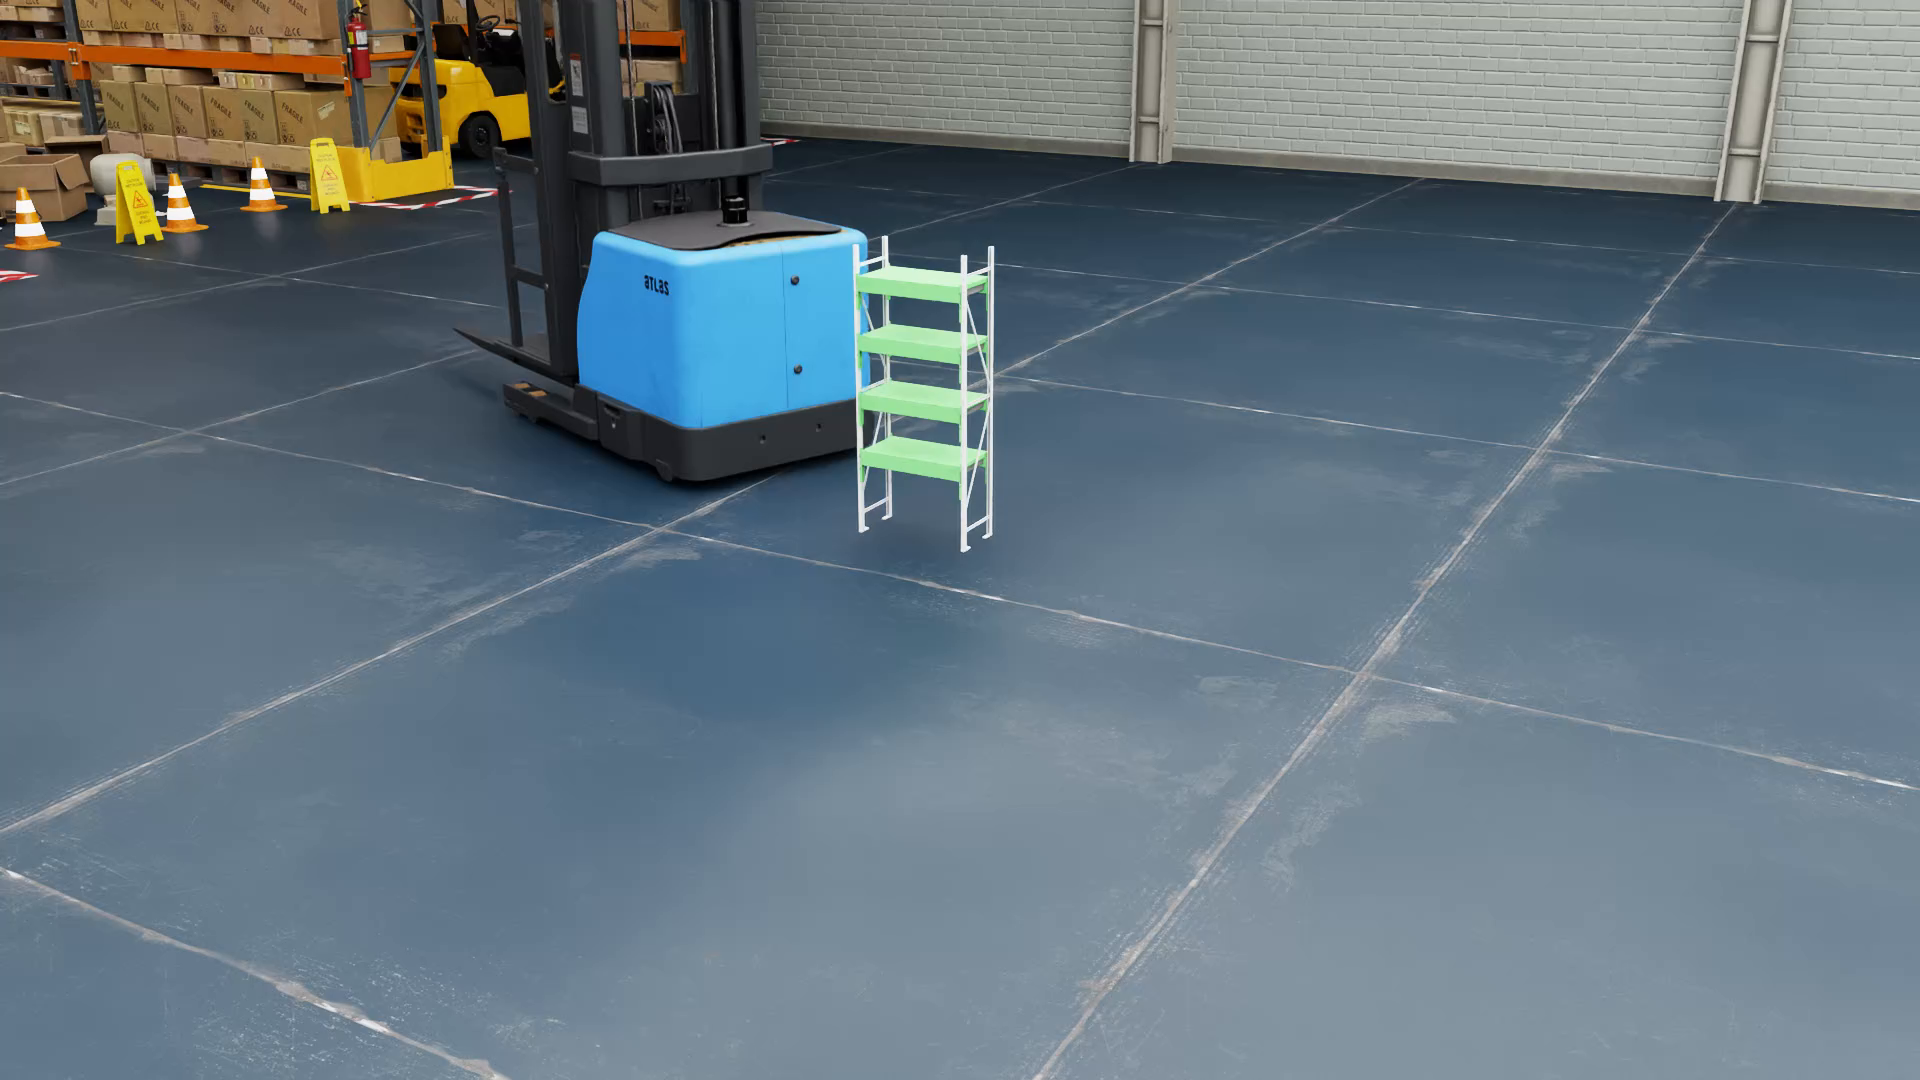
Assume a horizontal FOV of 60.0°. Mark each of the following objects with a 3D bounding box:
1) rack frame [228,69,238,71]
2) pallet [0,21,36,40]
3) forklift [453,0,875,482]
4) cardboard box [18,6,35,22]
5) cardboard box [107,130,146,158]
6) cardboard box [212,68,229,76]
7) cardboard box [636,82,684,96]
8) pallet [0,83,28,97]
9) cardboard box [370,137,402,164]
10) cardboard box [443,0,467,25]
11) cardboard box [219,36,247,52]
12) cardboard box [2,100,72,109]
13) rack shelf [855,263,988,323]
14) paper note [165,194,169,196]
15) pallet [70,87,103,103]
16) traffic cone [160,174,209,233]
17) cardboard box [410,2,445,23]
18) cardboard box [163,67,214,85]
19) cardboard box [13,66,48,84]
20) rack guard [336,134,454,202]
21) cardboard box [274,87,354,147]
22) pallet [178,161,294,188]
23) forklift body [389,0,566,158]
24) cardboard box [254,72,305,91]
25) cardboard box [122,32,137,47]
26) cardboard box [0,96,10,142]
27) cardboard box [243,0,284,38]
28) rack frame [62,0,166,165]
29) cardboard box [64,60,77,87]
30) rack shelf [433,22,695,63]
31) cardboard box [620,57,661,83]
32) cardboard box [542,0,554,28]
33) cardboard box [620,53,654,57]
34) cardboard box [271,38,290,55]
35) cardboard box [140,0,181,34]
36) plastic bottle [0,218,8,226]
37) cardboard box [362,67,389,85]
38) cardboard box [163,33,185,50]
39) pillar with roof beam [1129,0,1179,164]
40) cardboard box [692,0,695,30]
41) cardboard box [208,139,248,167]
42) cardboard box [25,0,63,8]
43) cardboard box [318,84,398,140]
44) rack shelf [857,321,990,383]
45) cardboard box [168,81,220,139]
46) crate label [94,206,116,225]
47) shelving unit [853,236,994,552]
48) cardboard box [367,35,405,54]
[{"bbox_3d":[-9.935,-7.565,23.323,0.127,3.000,1.000,11,23,27],"label":"rack frame"},{"bbox_3d":[-10.604,-5.680,18.406,1.213,0.211,1.003,11,23,27],"label":"pallet"},{"bbox_3d":[-1.723,-2.071,8.275,1.130,2.935,3.031,-15,25,-36],"label":"forklift"},{"bbox_3d":[-9.666,-5.554,17.529,0.250,0.149,0.380,10,22,26],"label":"cardboard box"},{"bbox_3d":[-8.477,-4.148,17.319,0.500,0.250,0.500,10,22,25],"label":"cardboard box"},{"bbox_3d":[-10.409,-6.594,23.695,0.500,0.500,0.500,12,23,29],"label":"cardboard box"},{"bbox_3d":[-3.528,-5.363,19.934,0.500,0.250,0.500,10,22,27],"label":"cardboard box"},{"bbox_3d":[-15.095,-7.237,26.506,1.213,0.211,1.003,11,23,27],"label":"pallet"},{"bbox_3d":[-5.938,-3.878,16.574,0.500,0.250,0.500,11,22,27],"label":"cardboard box"},{"bbox_3d":[-6.183,-6.796,21.054,0.500,0.500,0.500,10,22,26],"label":"cardboard box"},{"bbox_3d":[-6.950,-4.829,16.147,0.250,0.149,0.380,11,22,27],"label":"cardboard box"},{"bbox_3d":[-10.557,-4.704,18.672,0.625,0.372,0.950,12,23,29],"label":"cardboard box"},{"bbox_3d":[-0.145,-0.983,6.595,0.480,0.148,0.258,11,23,27],"label":"rack shelf"},{"bbox_3d":[-7.590,-3.341,16.031,0.148,0.019,0.142,3,20,9],"label":"paper note"},{"bbox_3d":[-12.699,-6.796,25.290,1.213,0.211,1.003,11,23,27],"label":"pallet"},{"bbox_3d":[-6.617,-2.865,14.084,0.334,0.463,0.336,11,23,27],"label":"traffic cone"},{"bbox_3d":[-7.010,-6.836,21.531,0.500,0.250,0.500,11,23,29],"label":"cardboard box"},{"bbox_3d":[-7.711,-4.638,16.618,0.250,0.149,0.380,12,23,30],"label":"cardboard box"},{"bbox_3d":[-14.368,-7.207,25.729,0.258,0.266,0.396,12,23,29],"label":"cardboard box"},{"bbox_3d":[-5.435,-3.594,16.041,0.348,0.500,1.175,11,23,27],"label":"rack guard"},{"bbox_3d":[-6.195,-4.070,16.002,0.500,0.500,0.500,11,23,28],"label":"cardboard box"},{"bbox_3d":[-7.188,-3.807,17.052,1.213,0.211,1.003,11,23,27],"label":"pallet"},{"bbox_3d":[-5.496,-5.608,19.172,1.214,2.155,2.313,11,23,27],"label":"forklift body"},{"bbox_3d":[-6.548,-4.416,16.005,0.250,0.149,0.380,12,23,29],"label":"cardboard box"},{"bbox_3d":[-8.249,-5.094,16.879,0.250,0.149,0.380,11,23,27],"label":"cardboard box"},{"bbox_3d":[-9.702,-4.068,16.236,0.500,0.500,0.500,11,23,27],"label":"cardboard box"},{"bbox_3d":[-6.411,-5.036,15.768,0.500,0.500,0.500,11,23,27],"label":"cardboard box"},{"bbox_3d":[-8.860,-5.422,17.413,0.127,3.000,1.000,11,23,27],"label":"rack frame"},{"bbox_3d":[-13.115,-7.106,25.105,0.500,0.500,0.500,12,23,30],"label":"cardboard box"},{"bbox_3d":[-4.697,-6.229,20.695,4.000,0.370,1.077,11,23,27],"label":"rack shelf"},{"bbox_3d":[-3.954,-5.677,20.066,0.500,0.250,0.500,11,23,28],"label":"cardboard box"},{"bbox_3d":[-4.849,-6.540,20.350,0.500,0.500,0.500,11,23,28],"label":"cardboard box"},{"bbox_3d":[-4.147,-5.915,20.722,0.500,0.250,0.500,11,22,27],"label":"cardboard box"},{"bbox_3d":[-6.288,-4.695,15.779,0.250,0.149,0.380,10,22,26],"label":"cardboard box"},{"bbox_3d":[-7.731,-5.289,16.463,0.500,0.500,0.500,11,22,27],"label":"cardboard box"},{"bbox_3d":[-8.388,-2.744,14.341,0.283,0.061,0.133,3,20,9],"label":"plastic bottle"},{"bbox_3d":[-7.578,-6.196,22.414,0.625,0.625,0.875,11,22,27],"label":"cardboard box"},{"bbox_3d":[-7.630,-4.940,16.454,0.250,0.149,0.380,11,23,28],"label":"cardboard box"},{"bbox_3d":[0.019,-7.160,13.407,0.400,9.000,9.100,11,23,27],"label":"pillar with roof beam"},{"bbox_3d":[-3.248,-6.447,20.093,0.500,0.500,0.500,12,23,29],"label":"cardboard box"},{"bbox_3d":[-7.113,-3.890,16.606,0.500,0.250,0.500,10,22,25],"label":"cardboard box"},{"bbox_3d":[-9.376,-5.815,17.297,0.500,0.500,0.500,10,22,26],"label":"cardboard box"},{"bbox_3d":[-5.959,-4.234,16.456,0.500,0.500,0.500,10,22,26],"label":"cardboard box"},{"bbox_3d":[-0.145,-0.757,6.676,0.480,0.148,0.258,11,23,27],"label":"rack shelf"},{"bbox_3d":[-7.552,-4.329,16.716,0.500,0.500,0.500,12,23,30],"label":"cardboard box"},{"bbox_3d":[-7.334,-2.824,14.449,0.298,0.136,0.250,0,20,-1],"label":"crate label"},{"bbox_3d":[-0.145,-0.592,6.736,0.503,1.200,0.258,11,23,27],"label":"shelving unit"},{"bbox_3d":[-5.564,-4.757,15.948,0.250,0.149,0.380,11,23,28],"label":"cardboard box"}]
